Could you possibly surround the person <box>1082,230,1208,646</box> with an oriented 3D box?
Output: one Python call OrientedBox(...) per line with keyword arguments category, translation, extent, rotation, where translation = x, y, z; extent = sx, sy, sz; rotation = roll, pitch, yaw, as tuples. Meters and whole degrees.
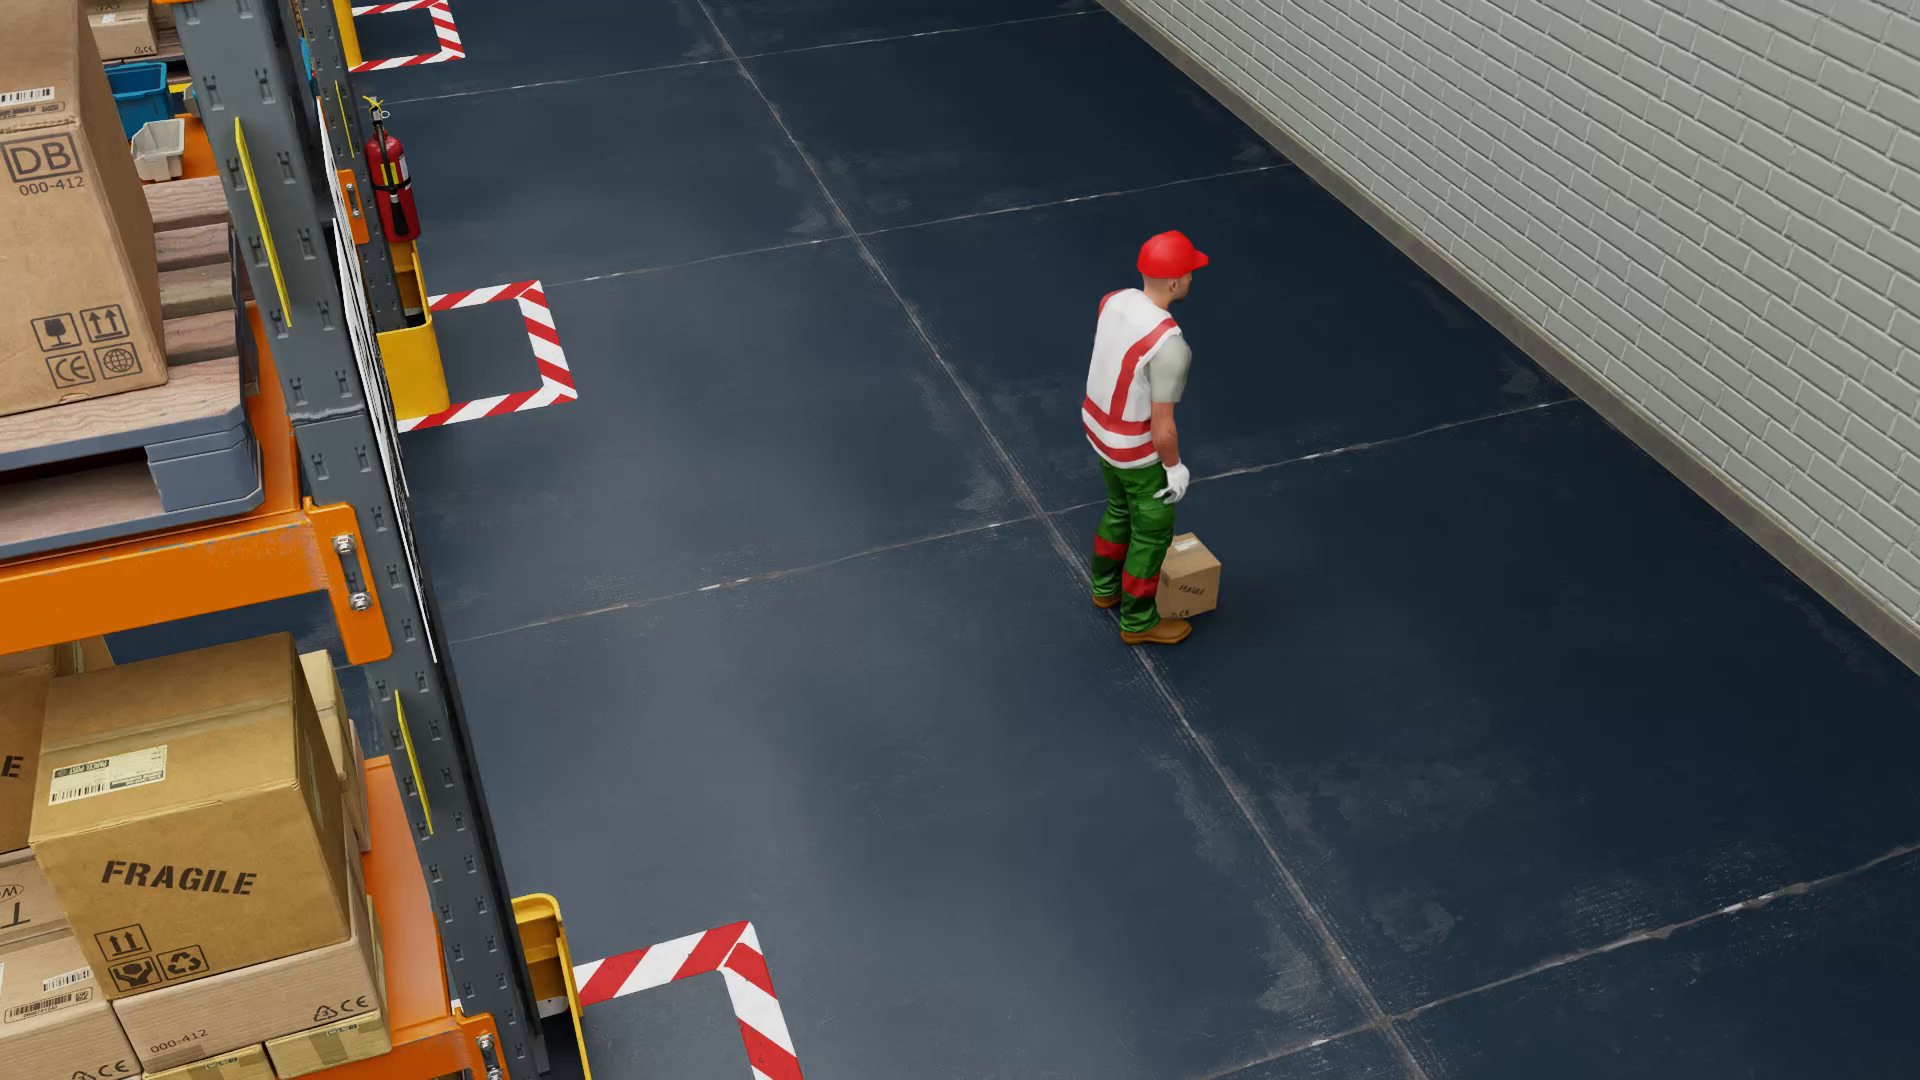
OrientedBox(category="person", translation=(0.732, -0.399, 6.663), extent=(0.454, 1.777, 0.608), rotation=(-14, 40, -18))
